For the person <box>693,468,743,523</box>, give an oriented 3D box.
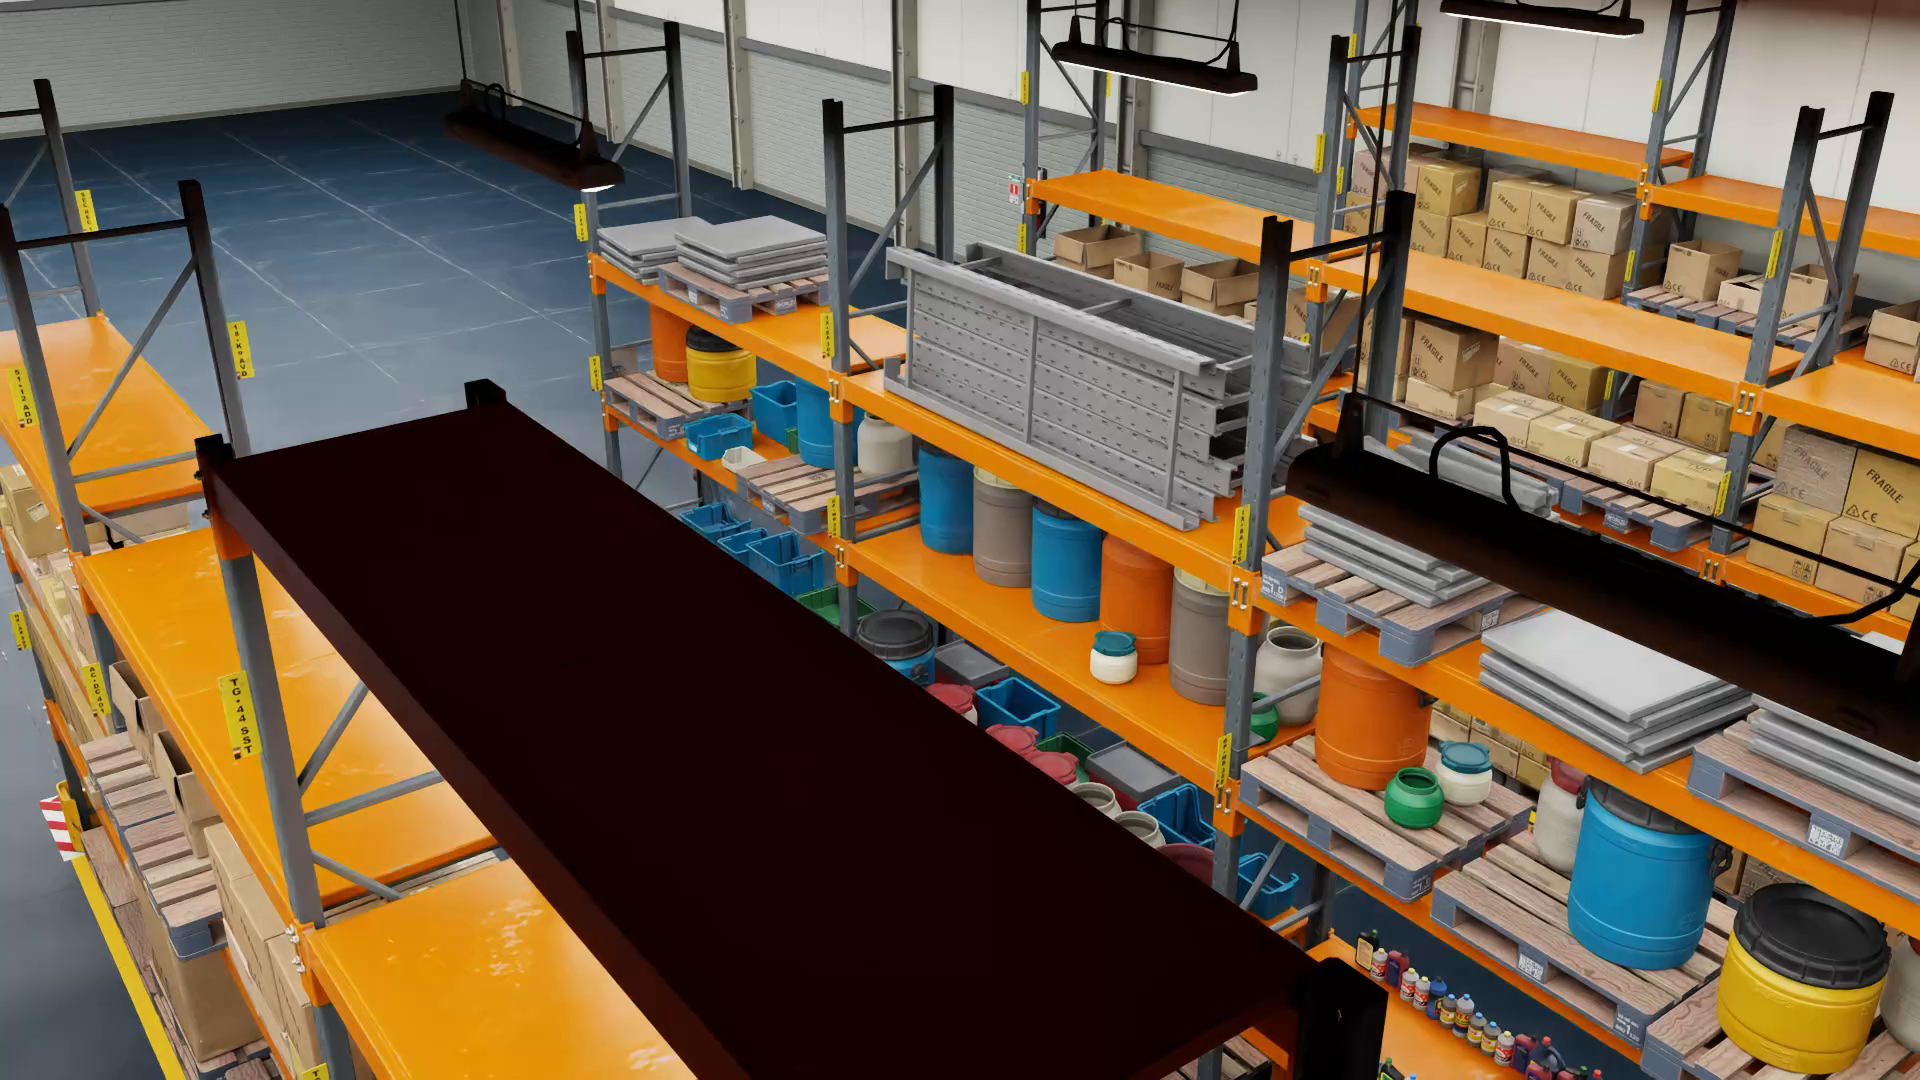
[{"bbox_3d":[-2.843,-0.842,18.748,0.791,1.772,0.594,0,25,-1],"label":"person"}]
